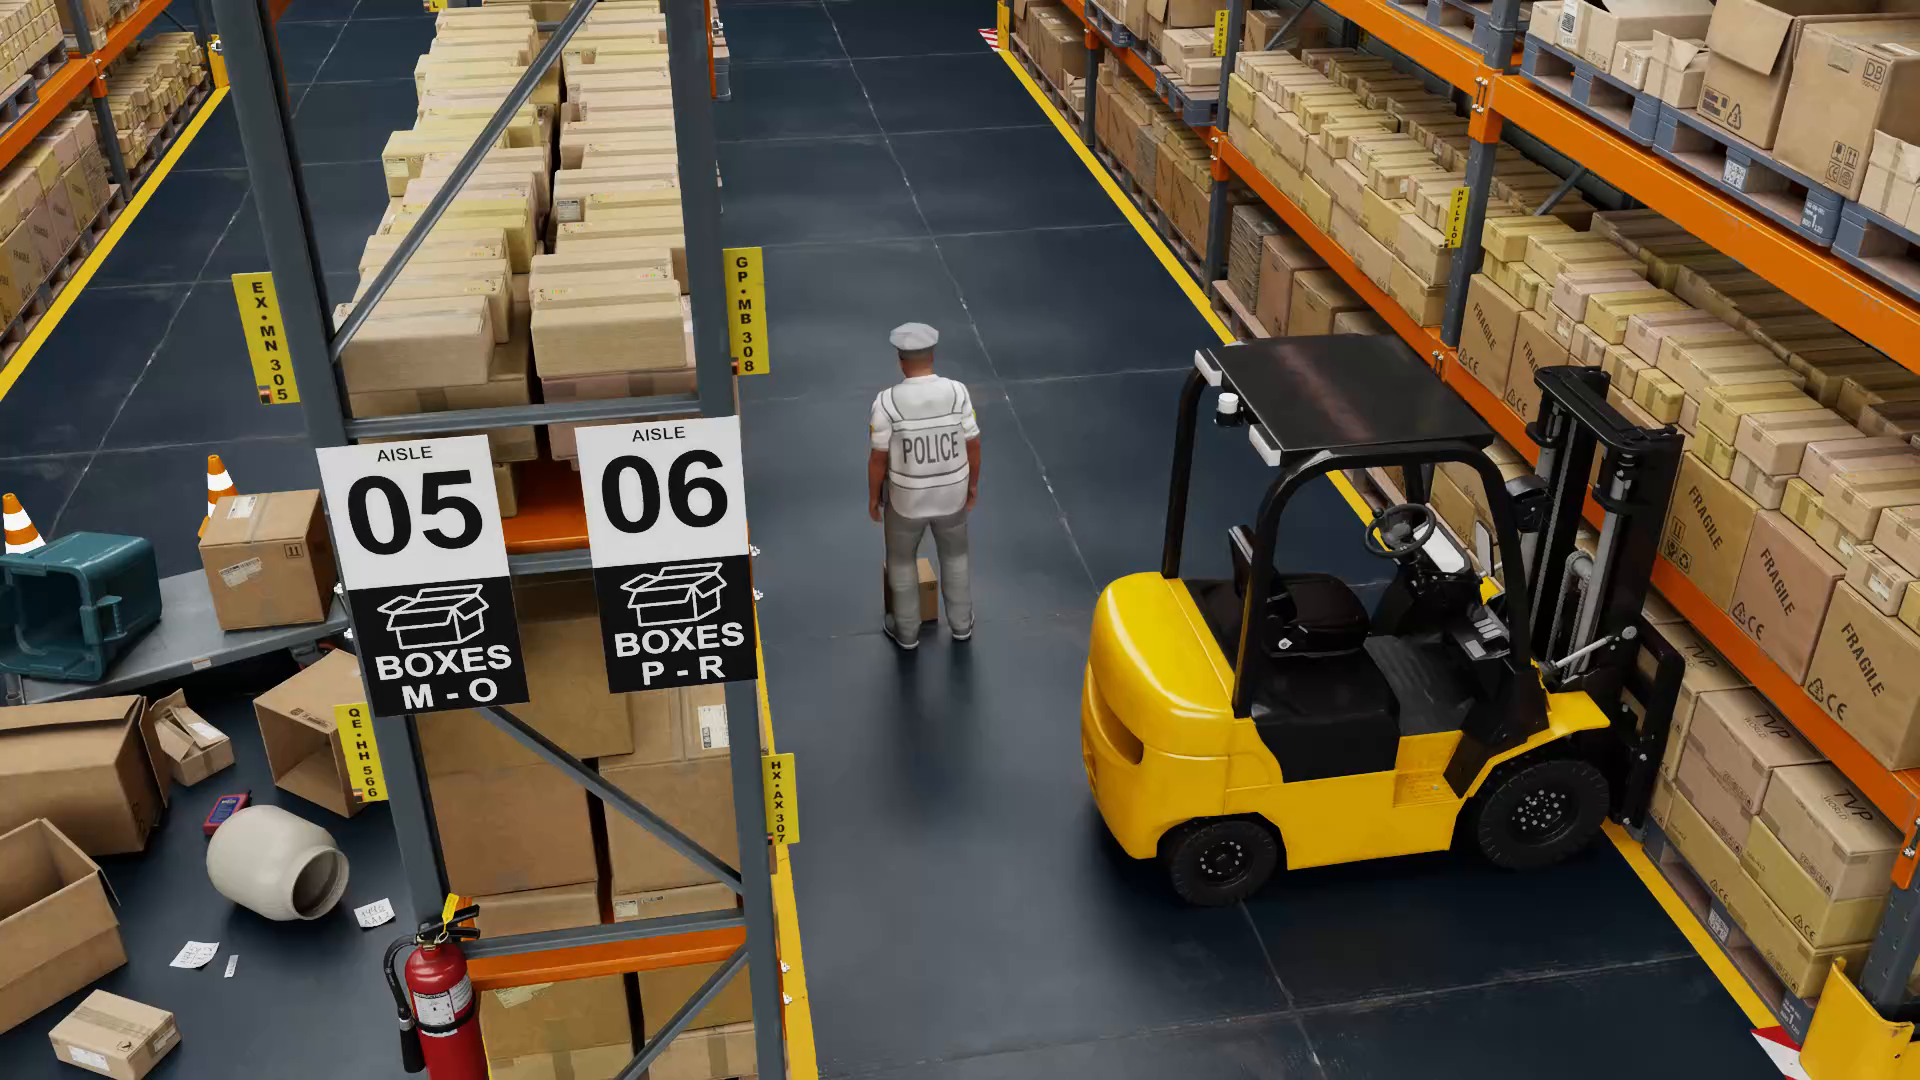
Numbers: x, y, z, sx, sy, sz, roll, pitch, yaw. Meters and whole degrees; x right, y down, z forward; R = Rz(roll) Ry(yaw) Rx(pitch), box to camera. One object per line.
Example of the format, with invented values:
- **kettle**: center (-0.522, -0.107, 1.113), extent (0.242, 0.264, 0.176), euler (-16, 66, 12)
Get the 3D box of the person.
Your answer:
- **person**: center (-0.179, -0.234, 8.530), extent (0.587, 1.745, 0.436), euler (-7, 31, -12)
